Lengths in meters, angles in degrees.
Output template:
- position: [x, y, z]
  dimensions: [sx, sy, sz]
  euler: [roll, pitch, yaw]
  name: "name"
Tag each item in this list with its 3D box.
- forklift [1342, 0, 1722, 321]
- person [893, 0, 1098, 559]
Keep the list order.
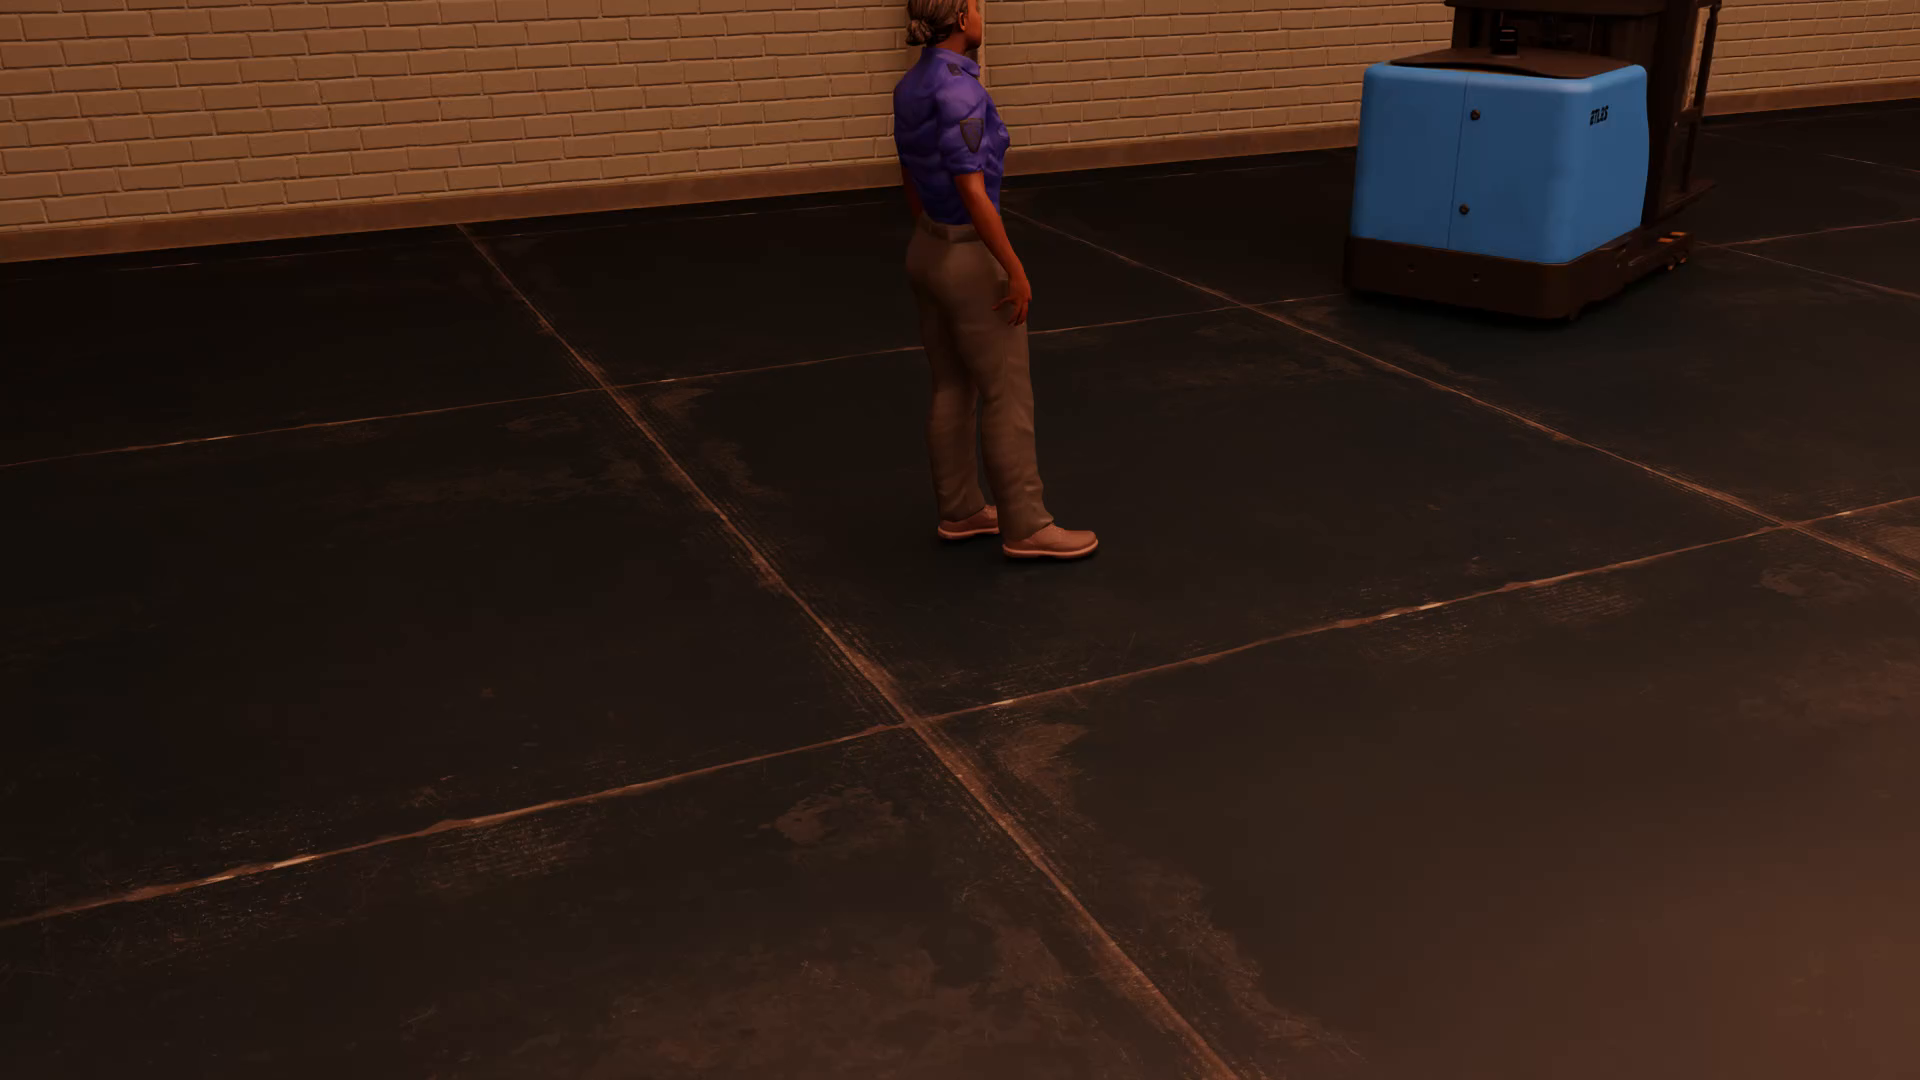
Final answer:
- position: [3.101, -2.812, 8.054]
  dimensions: [1.130, 2.935, 3.031]
  euler: [17, 28, 35]
  name: "forklift"
- position: [0.088, -0.778, 4.804]
  dimensions: [0.503, 1.656, 0.569]
  euler: [-10, 25, -23]
  name: "person"
